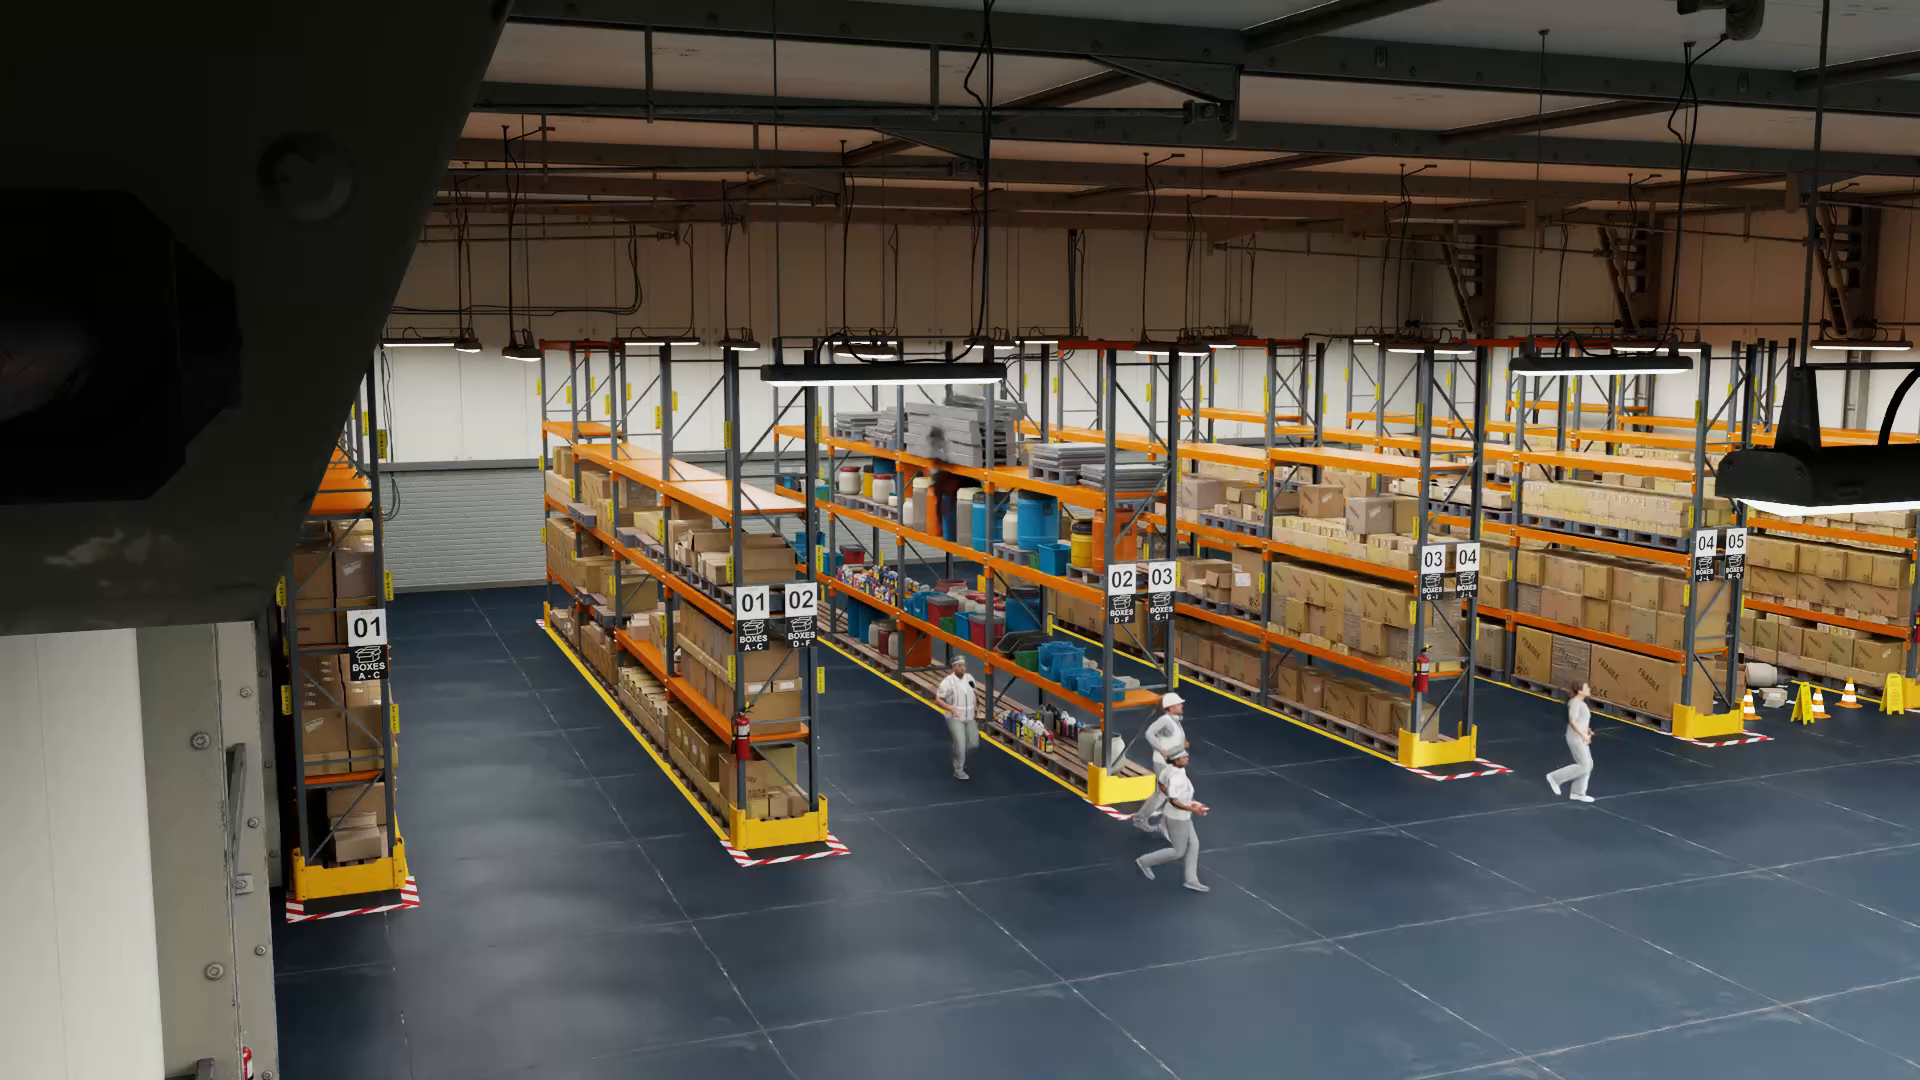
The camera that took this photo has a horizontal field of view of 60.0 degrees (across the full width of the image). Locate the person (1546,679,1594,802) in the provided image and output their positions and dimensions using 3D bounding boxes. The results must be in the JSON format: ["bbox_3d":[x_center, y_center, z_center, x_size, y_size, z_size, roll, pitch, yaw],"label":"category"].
[{"bbox_3d":[8.158,2.654,22.155,0.615,1.646,0.586,3,8,19],"label":"person"}]

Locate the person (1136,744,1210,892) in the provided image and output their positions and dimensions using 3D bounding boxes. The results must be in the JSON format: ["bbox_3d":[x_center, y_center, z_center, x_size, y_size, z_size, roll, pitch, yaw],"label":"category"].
[{"bbox_3d":[2.393,3.105,18.617,0.827,1.696,0.588,1,7,5],"label":"person"}]

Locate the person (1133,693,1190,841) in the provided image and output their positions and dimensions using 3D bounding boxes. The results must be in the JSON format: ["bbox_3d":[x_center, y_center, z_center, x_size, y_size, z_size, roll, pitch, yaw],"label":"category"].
[{"bbox_3d":[2.521,2.803,20.712,0.672,1.800,0.711,2,8,15],"label":"person"}]

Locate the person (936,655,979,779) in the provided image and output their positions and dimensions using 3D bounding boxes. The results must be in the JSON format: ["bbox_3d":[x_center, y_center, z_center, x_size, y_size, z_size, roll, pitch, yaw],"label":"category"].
[{"bbox_3d":[-0.010,2.454,23.247,0.661,1.731,0.628,-4,9,-30],"label":"person"}]
